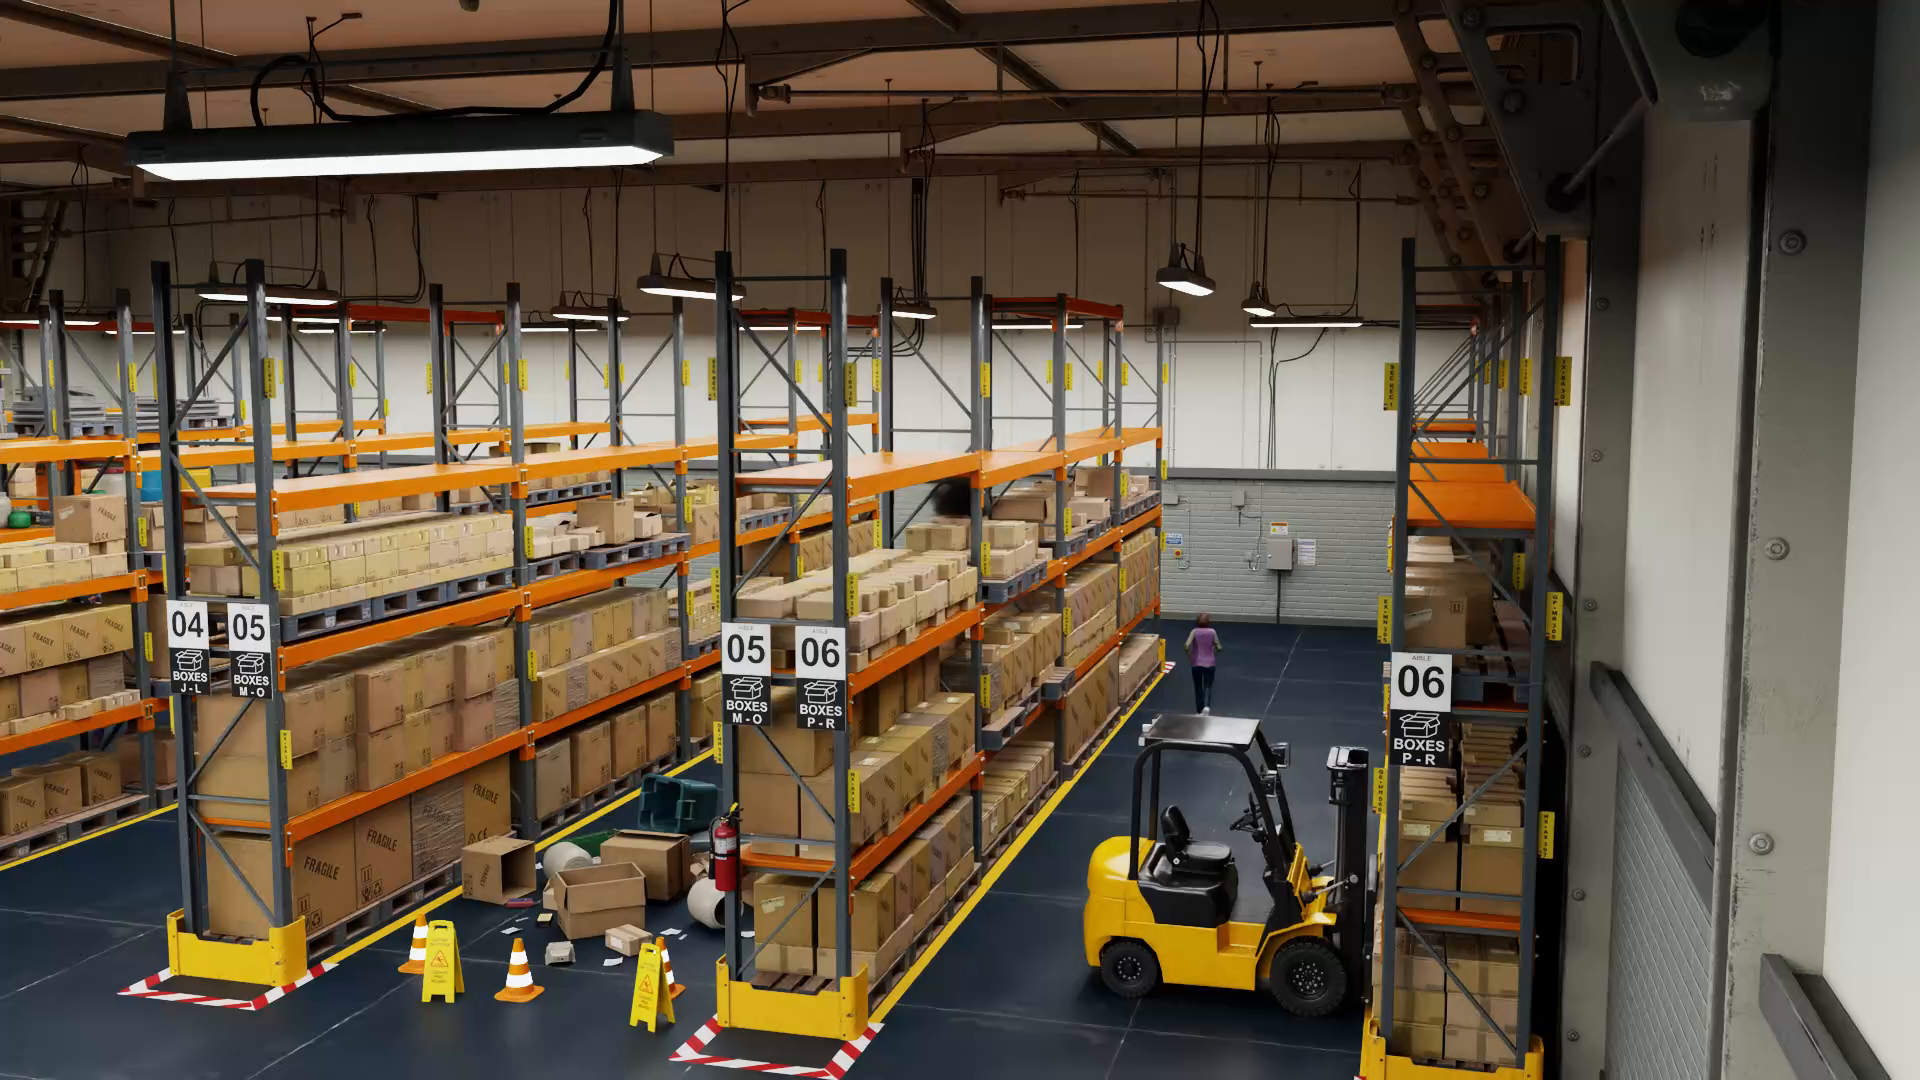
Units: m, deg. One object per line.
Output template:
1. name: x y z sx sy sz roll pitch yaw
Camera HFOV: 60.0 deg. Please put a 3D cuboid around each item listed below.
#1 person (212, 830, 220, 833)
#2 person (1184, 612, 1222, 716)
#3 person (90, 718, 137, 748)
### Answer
1. person: -7.081 2.590 16.407 0.710 1.697 0.563 2 6 15
2. person: 3.490 1.821 23.927 0.548 1.566 0.877 1 6 6
3. person: -11.612 1.943 22.772 0.582 1.708 0.775 0 6 4
